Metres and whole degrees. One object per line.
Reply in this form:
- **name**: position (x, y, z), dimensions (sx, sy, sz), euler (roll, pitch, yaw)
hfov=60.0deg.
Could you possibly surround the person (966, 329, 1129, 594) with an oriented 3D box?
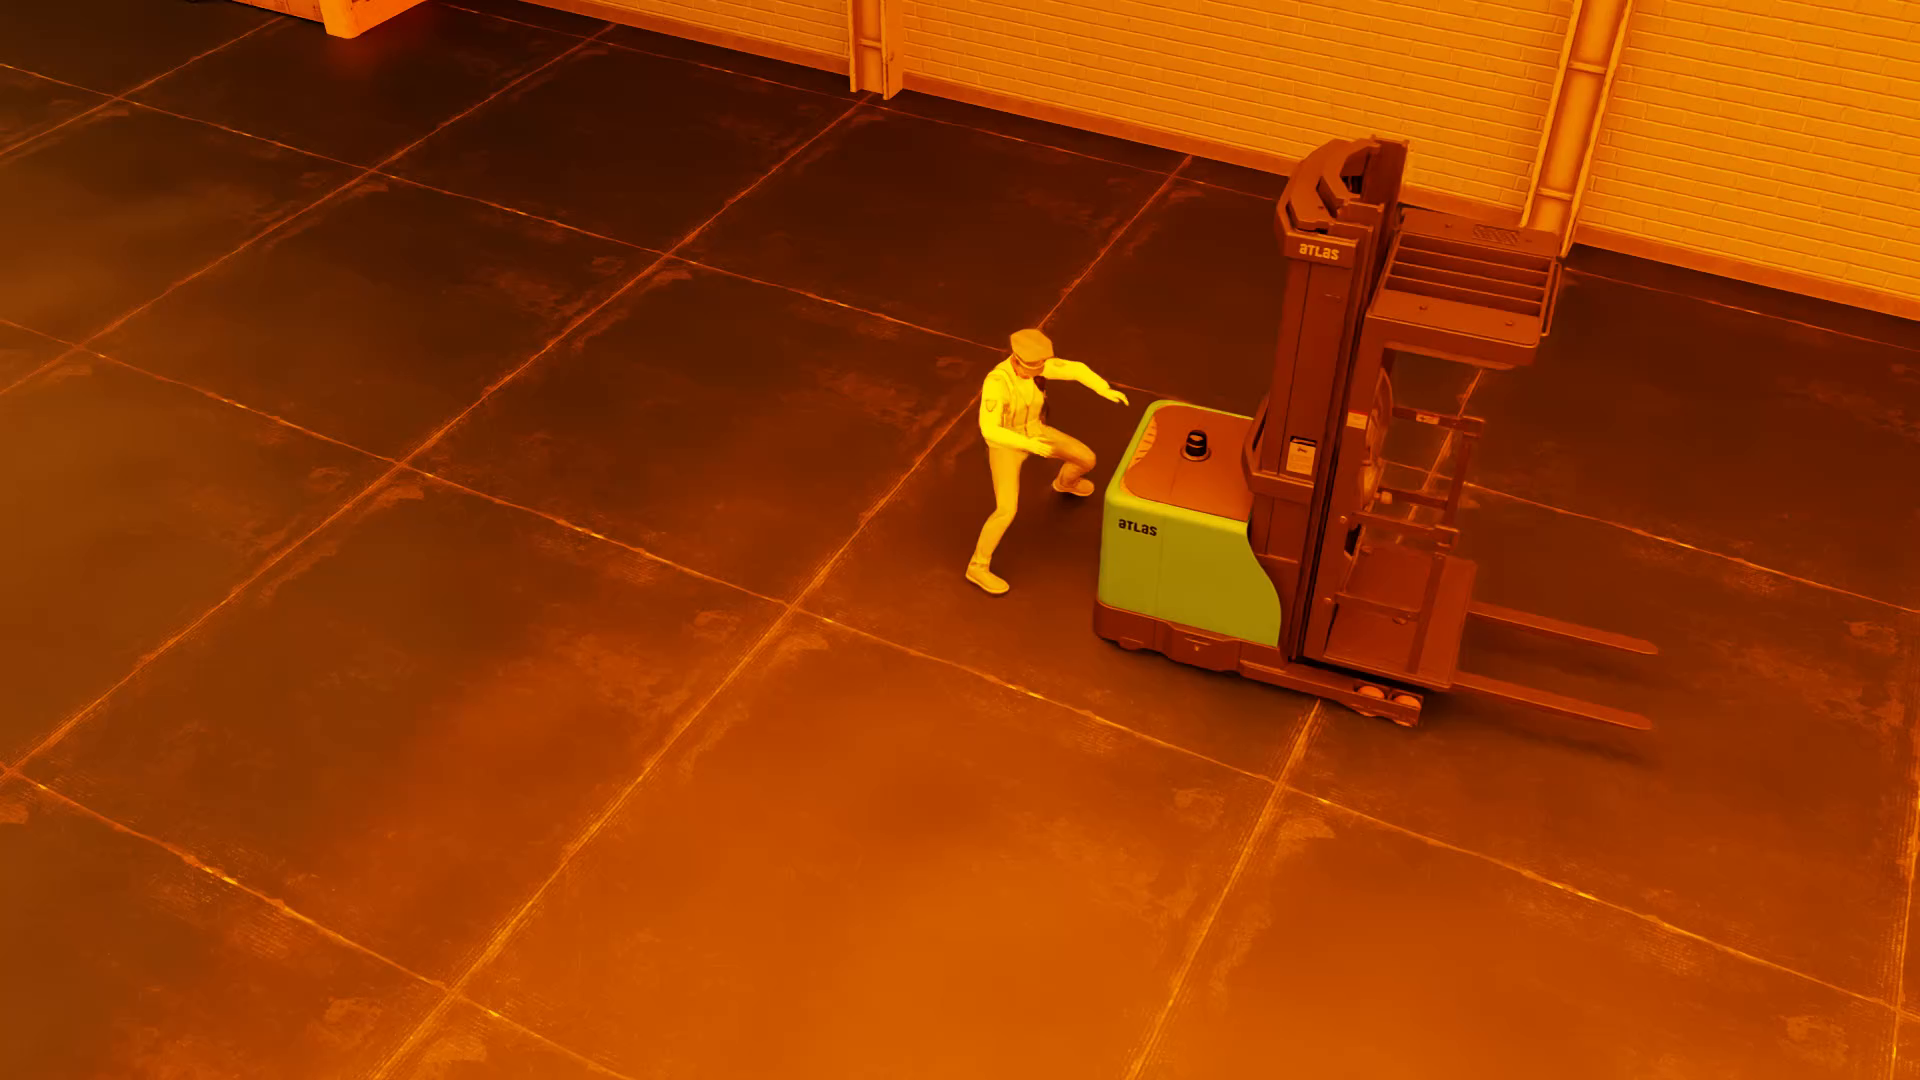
- **person**: position (0.460, -0.576, 9.817), dimensions (1.162, 1.452, 0.630), euler (-26, 46, -27)

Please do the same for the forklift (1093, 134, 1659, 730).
- **forklift**: position (2.336, -0.501, 8.581), dimensions (3.031, 2.935, 1.130), euler (14, 42, 16)
